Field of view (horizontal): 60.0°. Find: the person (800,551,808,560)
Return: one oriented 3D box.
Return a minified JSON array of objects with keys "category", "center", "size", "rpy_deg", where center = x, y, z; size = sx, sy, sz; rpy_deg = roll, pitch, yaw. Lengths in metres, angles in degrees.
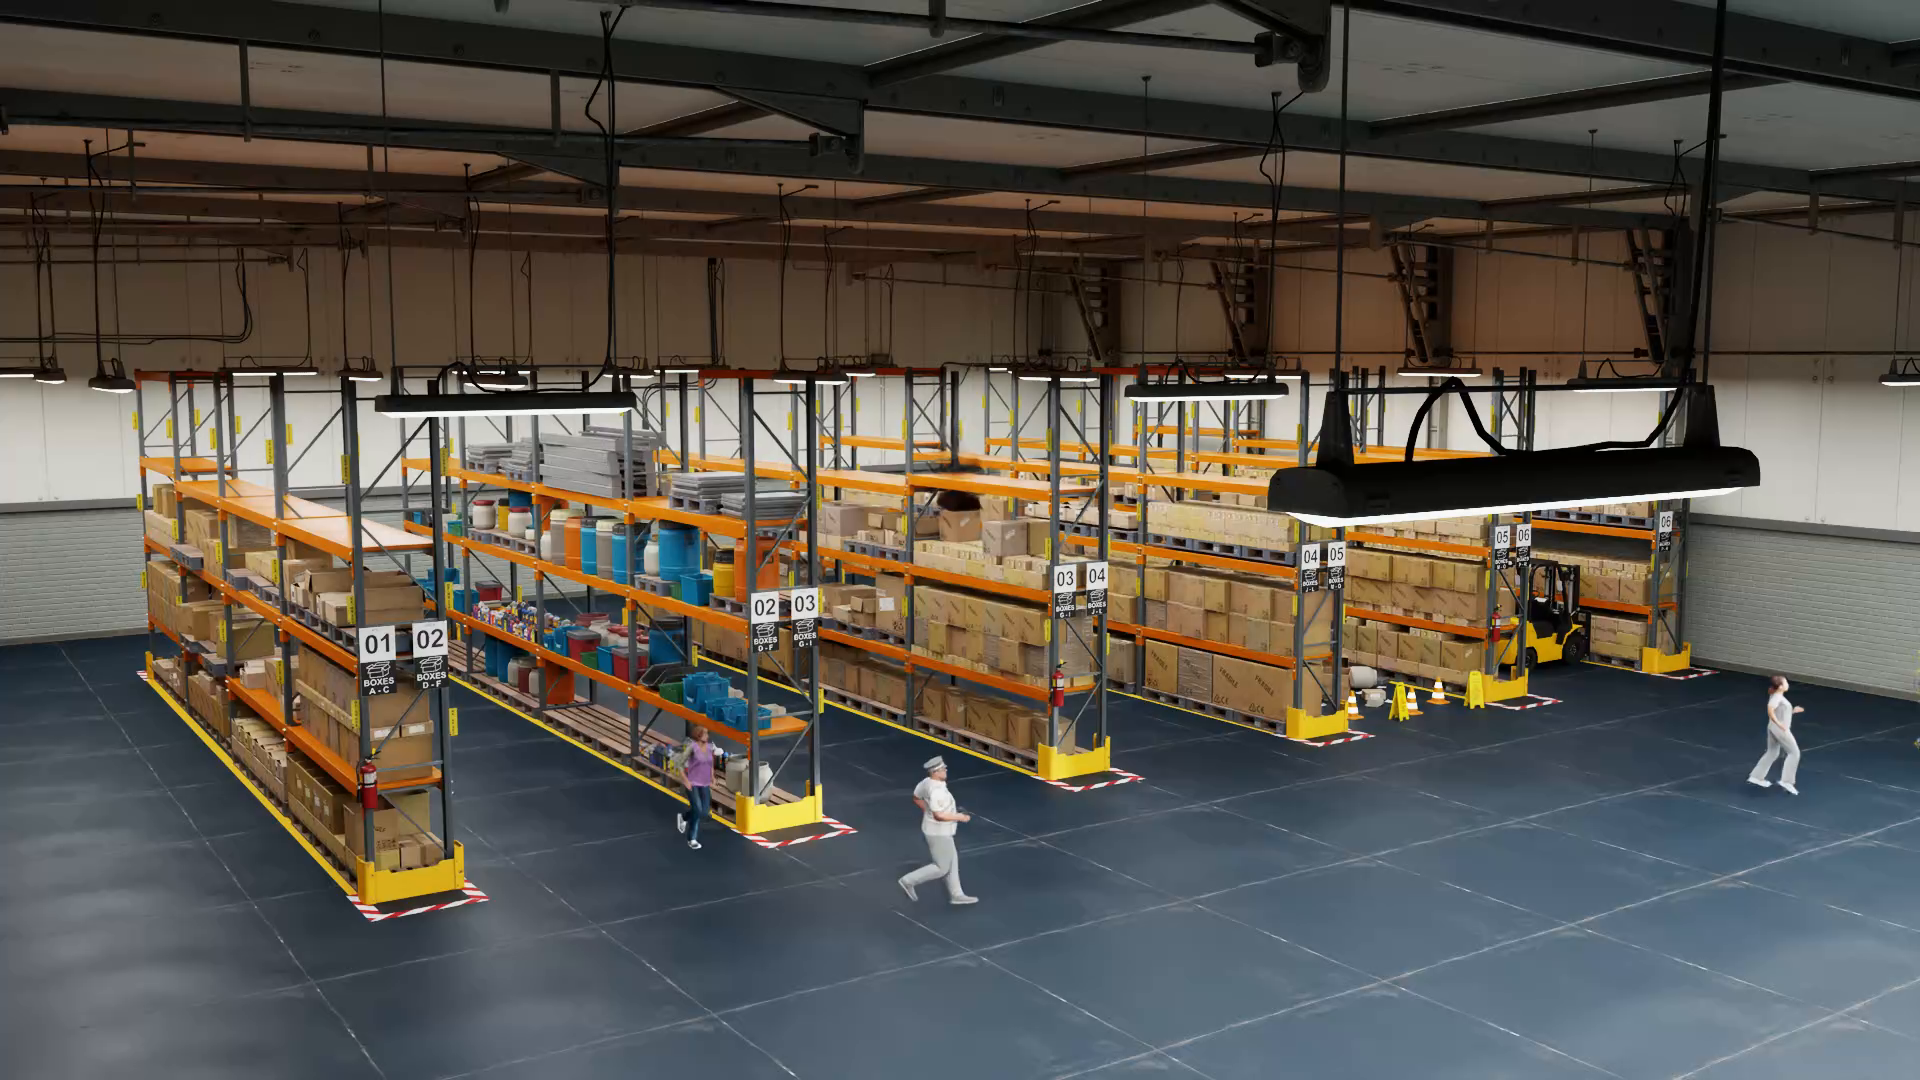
[{"category":"person","center":[-4.023,0.773,41.732],"size":[0.623,1.694,0.721],"rpy_deg":[-2,7,-15]}]

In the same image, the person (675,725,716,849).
[{"category":"person","center":[-3.411,3.161,21.456],"size":[0.570,1.528,0.587],"rpy_deg":[6,9,42]}]

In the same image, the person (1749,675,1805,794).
[{"category":"person","center":[11.788,2.800,23.965],"size":[0.712,1.723,0.546],"rpy_deg":[1,7,8]}]

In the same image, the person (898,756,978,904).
[{"category":"person","center":[-0.254,3.314,18.915],"size":[0.945,1.754,0.665],"rpy_deg":[-1,7,-11]}]
